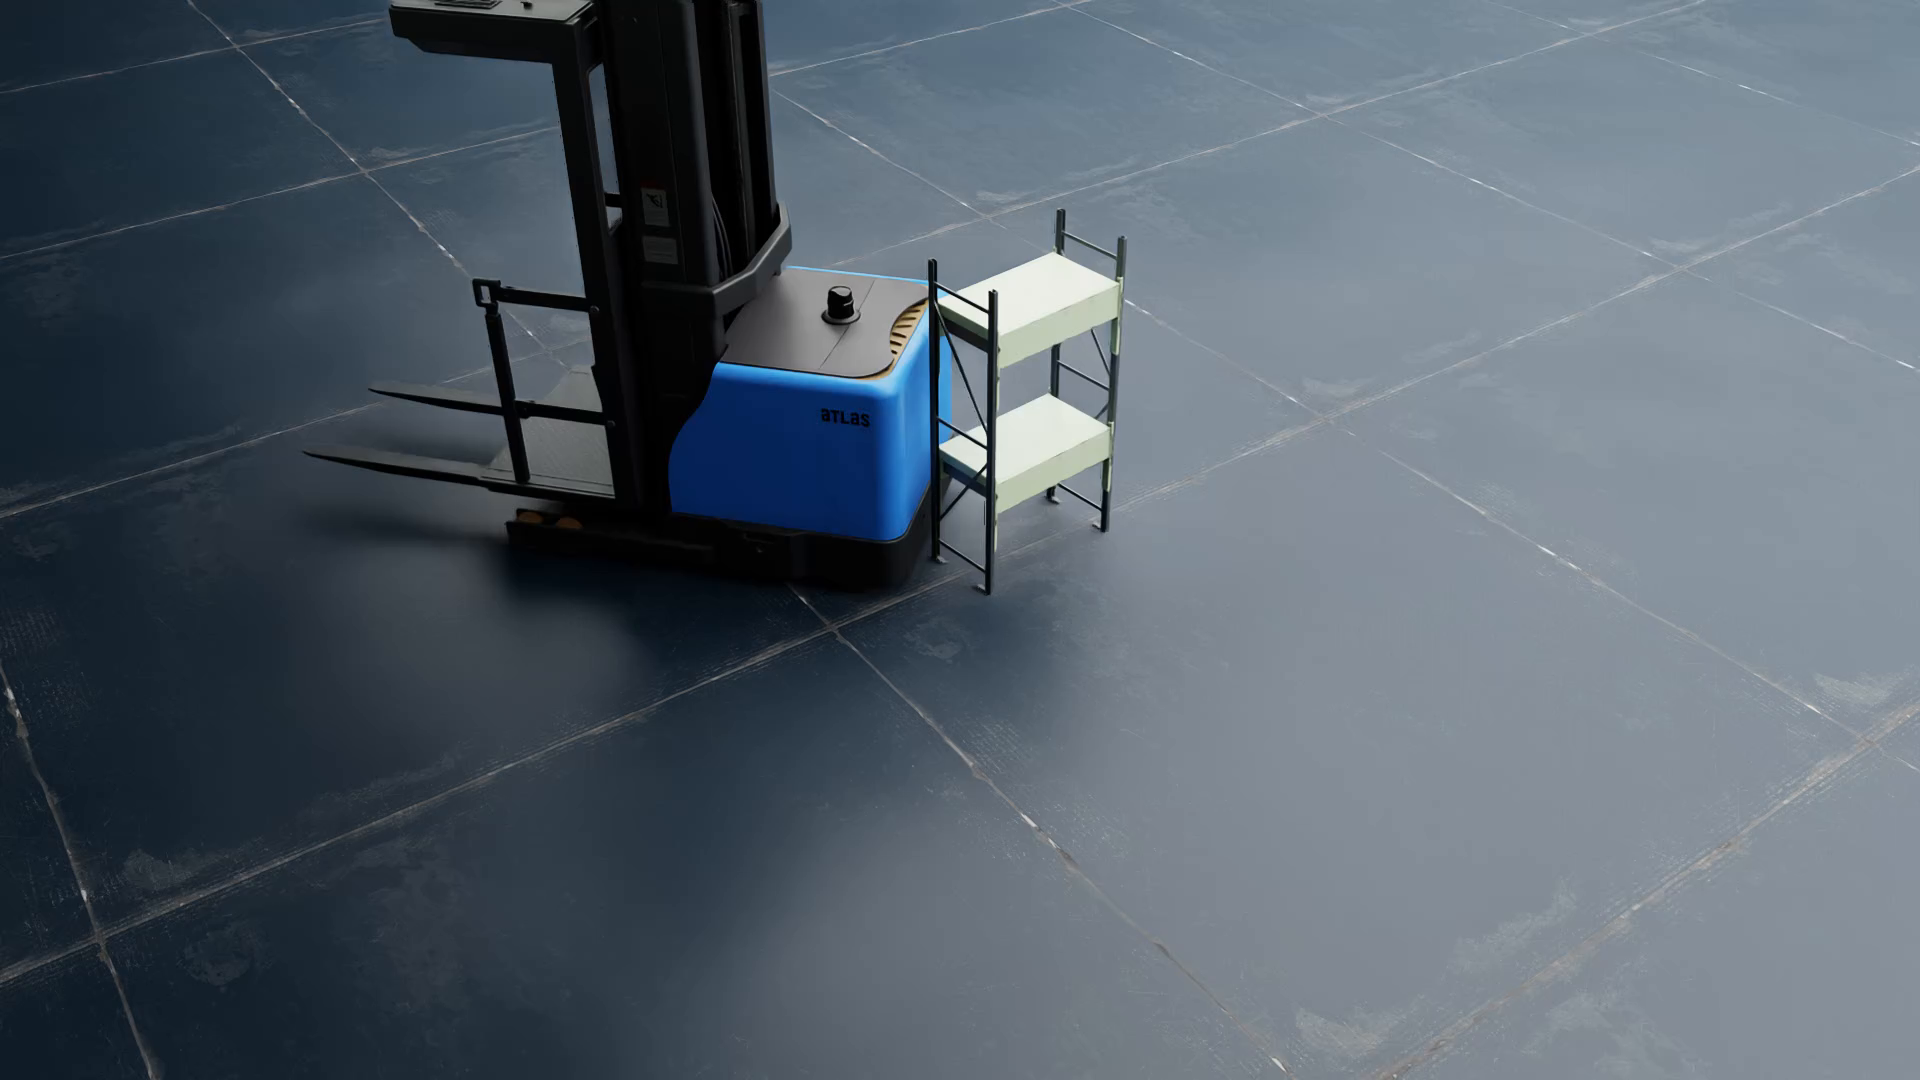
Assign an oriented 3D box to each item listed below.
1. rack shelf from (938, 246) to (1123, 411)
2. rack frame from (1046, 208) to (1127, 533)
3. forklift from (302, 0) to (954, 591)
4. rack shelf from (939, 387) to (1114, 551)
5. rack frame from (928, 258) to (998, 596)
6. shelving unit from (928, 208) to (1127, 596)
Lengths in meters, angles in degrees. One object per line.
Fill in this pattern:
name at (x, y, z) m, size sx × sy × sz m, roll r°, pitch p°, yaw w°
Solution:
rack shelf at (0.284, -0.910, 7.062) m, size 0.720 × 0.370 × 0.431 m, roll -27°, pitch 44°, yaw -33°
rack frame at (0.557, -0.735, 7.487) m, size 0.023 × 1.500 × 0.400 m, roll -27°, pitch 44°, yaw -33°
forklift at (-1.601, -1.416, 7.208) m, size 3.031 × 2.935 × 1.130 m, roll 8°, pitch 36°, yaw 11°
rack shelf at (0.284, -0.328, 7.480) m, size 0.720 × 0.370 × 0.431 m, roll -27°, pitch 44°, yaw -33°
rack frame at (0.010, -0.451, 7.092) m, size 0.023 × 1.500 × 0.400 m, roll -27°, pitch 44°, yaw -33°
shelving unit at (0.284, -0.593, 7.290) m, size 0.755 × 1.500 × 0.431 m, roll -27°, pitch 44°, yaw -33°
